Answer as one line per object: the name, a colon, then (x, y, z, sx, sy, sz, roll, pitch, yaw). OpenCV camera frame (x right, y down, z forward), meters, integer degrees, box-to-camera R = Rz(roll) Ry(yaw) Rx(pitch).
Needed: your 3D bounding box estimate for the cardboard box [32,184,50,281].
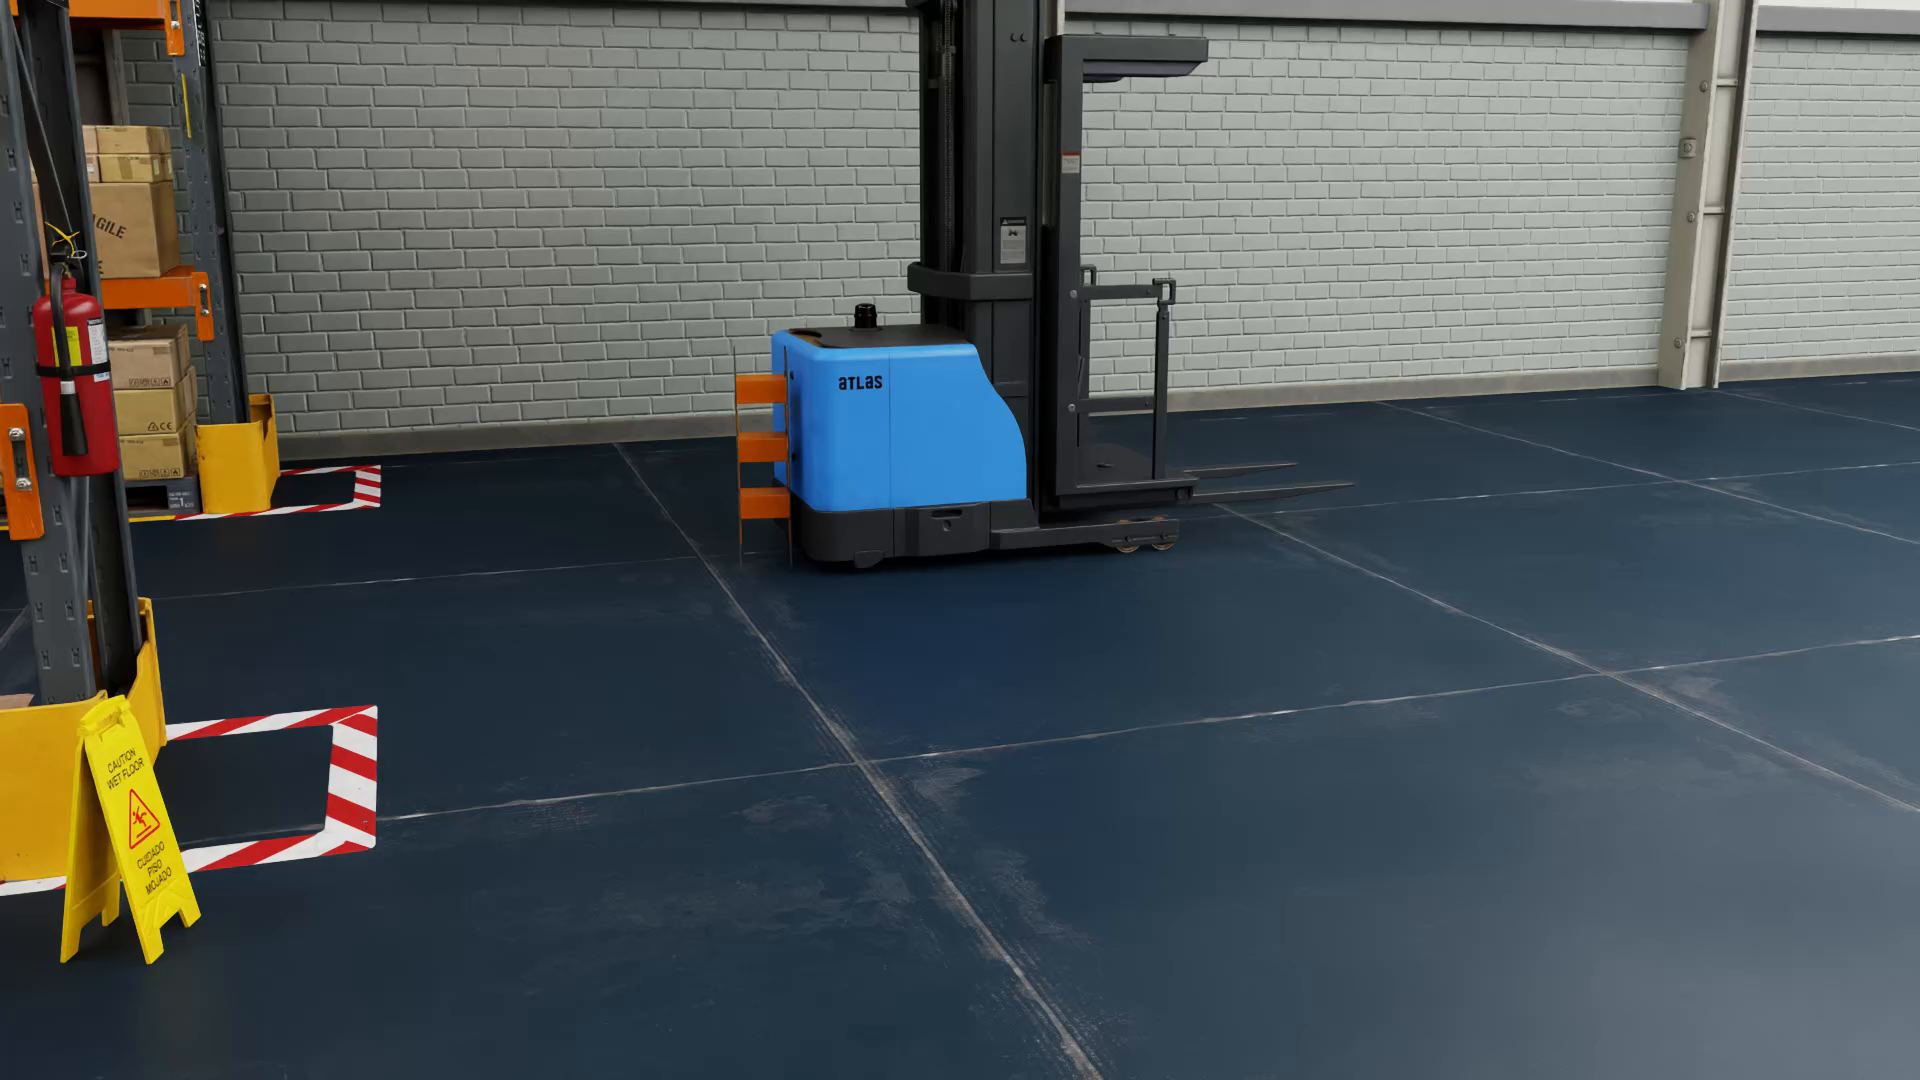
cardboard box: (-5.125, -1.654, 8.897, 0.500, 0.500, 0.500, -4, 14, -16)

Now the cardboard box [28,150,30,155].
cardboard box: (-4.983, -2.121, 8.817, 0.250, 0.149, 0.380, -4, 14, -17)

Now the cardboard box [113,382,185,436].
cardboard box: (-4.609, -0.740, 9.228, 0.500, 0.250, 0.500, -5, 14, -19)

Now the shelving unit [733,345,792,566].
shelving unit: (-0.959, -0.409, 8.092, 0.252, 1.050, 0.215, -2, 14, -8)

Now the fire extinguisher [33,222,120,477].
fire extinguisher: (-2.405, -0.517, 4.499, 0.183, 0.674, 0.296, -4, 14, -18)

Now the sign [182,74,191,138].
sign: (-4.088, -2.294, 8.789, 0.005, 0.325, 0.100, -4, 14, -18)

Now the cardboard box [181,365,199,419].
cardboard box: (-4.759, -0.856, 9.713, 0.500, 0.250, 0.500, -4, 14, -17)

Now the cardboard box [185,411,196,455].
cardboard box: (-4.775, -0.608, 9.753, 0.500, 0.250, 0.500, -4, 14, -18)

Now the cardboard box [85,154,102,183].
cardboard box: (-4.719, -1.987, 8.896, 0.250, 0.149, 0.380, -4, 14, -17)

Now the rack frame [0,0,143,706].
rack frame: (-2.661, -0.647, 4.880, 0.127, 3.000, 1.000, -4, 14, -18)

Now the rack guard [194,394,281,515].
rack guard: (-4.225, -0.521, 9.752, 0.348, 0.500, 1.175, -4, 14, -18)

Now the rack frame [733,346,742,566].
rack frame: (-1.080, -0.405, 8.076, 0.008, 1.050, 0.200, -2, 14, -8)

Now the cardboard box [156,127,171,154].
cardboard box: (-4.634, -2.266, 9.427, 0.250, 0.149, 0.380, -5, 14, -19)

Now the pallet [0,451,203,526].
pallet: (-4.959, -0.313, 9.502, 1.213, 0.211, 1.003, -4, 14, -18)

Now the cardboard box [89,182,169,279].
cardboard box: (-4.630, -1.690, 9.049, 0.500, 0.500, 0.500, -5, 14, -19)

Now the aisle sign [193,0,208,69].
aisle sign: (-4.091, -2.940, 8.904, 0.004, 0.787, 0.394, -4, 14, -18)

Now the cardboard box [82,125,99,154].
cardboard box: (-4.744, -2.146, 8.924, 0.250, 0.149, 0.380, -4, 14, -18)

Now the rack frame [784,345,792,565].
rack frame: (-0.838, -0.413, 8.109, 0.008, 1.050, 0.200, -2, 14, -8)

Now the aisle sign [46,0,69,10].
aisle sign: (-2.701, -1.984, 4.884, 0.004, 0.787, 0.394, -4, 14, -18)

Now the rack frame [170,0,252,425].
rack frame: (-4.247, -1.735, 9.455, 0.127, 3.000, 1.000, -4, 14, -18)

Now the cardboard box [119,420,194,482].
cardboard box: (-4.592, -0.498, 9.288, 0.500, 0.250, 0.500, -4, 14, -18)

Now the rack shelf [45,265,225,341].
rack shelf: (-6.143, -1.238, 8.918, 4.000, 0.370, 1.077, -4, 14, -18)

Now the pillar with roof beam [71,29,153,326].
pillar with roof beam: (-3.822, -3.856, 5.407, 0.400, 9.000, 9.100, -4, 14, -18)

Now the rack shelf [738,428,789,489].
rack shelf: (-0.959, -0.398, 8.095, 0.240, 0.259, 0.215, -2, 14, -8)

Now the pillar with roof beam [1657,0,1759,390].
pillar with roof beam: (7.552, -4.741, 9.130, 0.400, 9.000, 9.100, -4, 14, -18)

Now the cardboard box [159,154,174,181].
cardboard box: (-4.652, -2.131, 9.503, 0.250, 0.149, 0.380, -5, 14, -20)

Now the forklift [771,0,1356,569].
forklift: (0.591, -1.472, 8.497, 3.031, 2.935, 1.130, -4, 14, -18)

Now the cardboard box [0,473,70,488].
cardboard box: (-5.066, -0.463, 9.142, 0.500, 0.250, 0.500, -4, 14, -18)

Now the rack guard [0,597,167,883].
rack guard: (-2.733, 0.575, 5.145, 0.348, 0.500, 1.175, -4, 14, -18)

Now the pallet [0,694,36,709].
pallet: (-3.514, 0.768, 4.959, 1.213, 0.211, 1.003, -4, 14, -18)

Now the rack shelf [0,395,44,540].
rack shelf: (-4.556, -0.149, 4.342, 4.000, 0.370, 1.077, -4, 14, -18)

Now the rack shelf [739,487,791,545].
rack shelf: (-0.959, -0.128, 8.159, 0.240, 0.259, 0.215, -2, 14, -8)

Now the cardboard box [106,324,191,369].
cardboard box: (-4.763, -1.094, 9.635, 0.500, 0.250, 0.500, -5, 14, -19)

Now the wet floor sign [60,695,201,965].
wet floor sign: (-2.139, 0.719, 4.225, 0.232, 0.644, 0.267, 0, 13, 1)

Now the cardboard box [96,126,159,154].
cardboard box: (-4.520, -2.171, 9.029, 0.250, 0.149, 0.380, -4, 14, -18)

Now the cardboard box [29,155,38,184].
cardboard box: (-4.985, -1.981, 8.872, 0.250, 0.149, 0.380, -4, 14, -17)

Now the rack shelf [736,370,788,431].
rack shelf: (-0.959, -0.674, 8.029, 0.240, 0.259, 0.215, -2, 14, -8)

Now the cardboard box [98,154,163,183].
cardboard box: (-4.487, -2.012, 9.003, 0.250, 0.149, 0.380, -4, 14, -17)

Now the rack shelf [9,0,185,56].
rack shelf: (-6.143, -2.697, 8.571, 4.000, 0.370, 1.077, -4, 14, -18)

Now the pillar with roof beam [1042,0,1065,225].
pillar with roof beam: (1.865, -4.299, 7.268, 0.400, 9.000, 9.100, -4, 14, -18)

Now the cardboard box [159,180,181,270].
cardboard box: (-4.806, -1.808, 9.546, 0.500, 0.500, 0.500, -4, 14, -16)

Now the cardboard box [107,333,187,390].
cardboard box: (-4.584, -0.986, 9.179, 0.500, 0.250, 0.500, -4, 14, -16)
